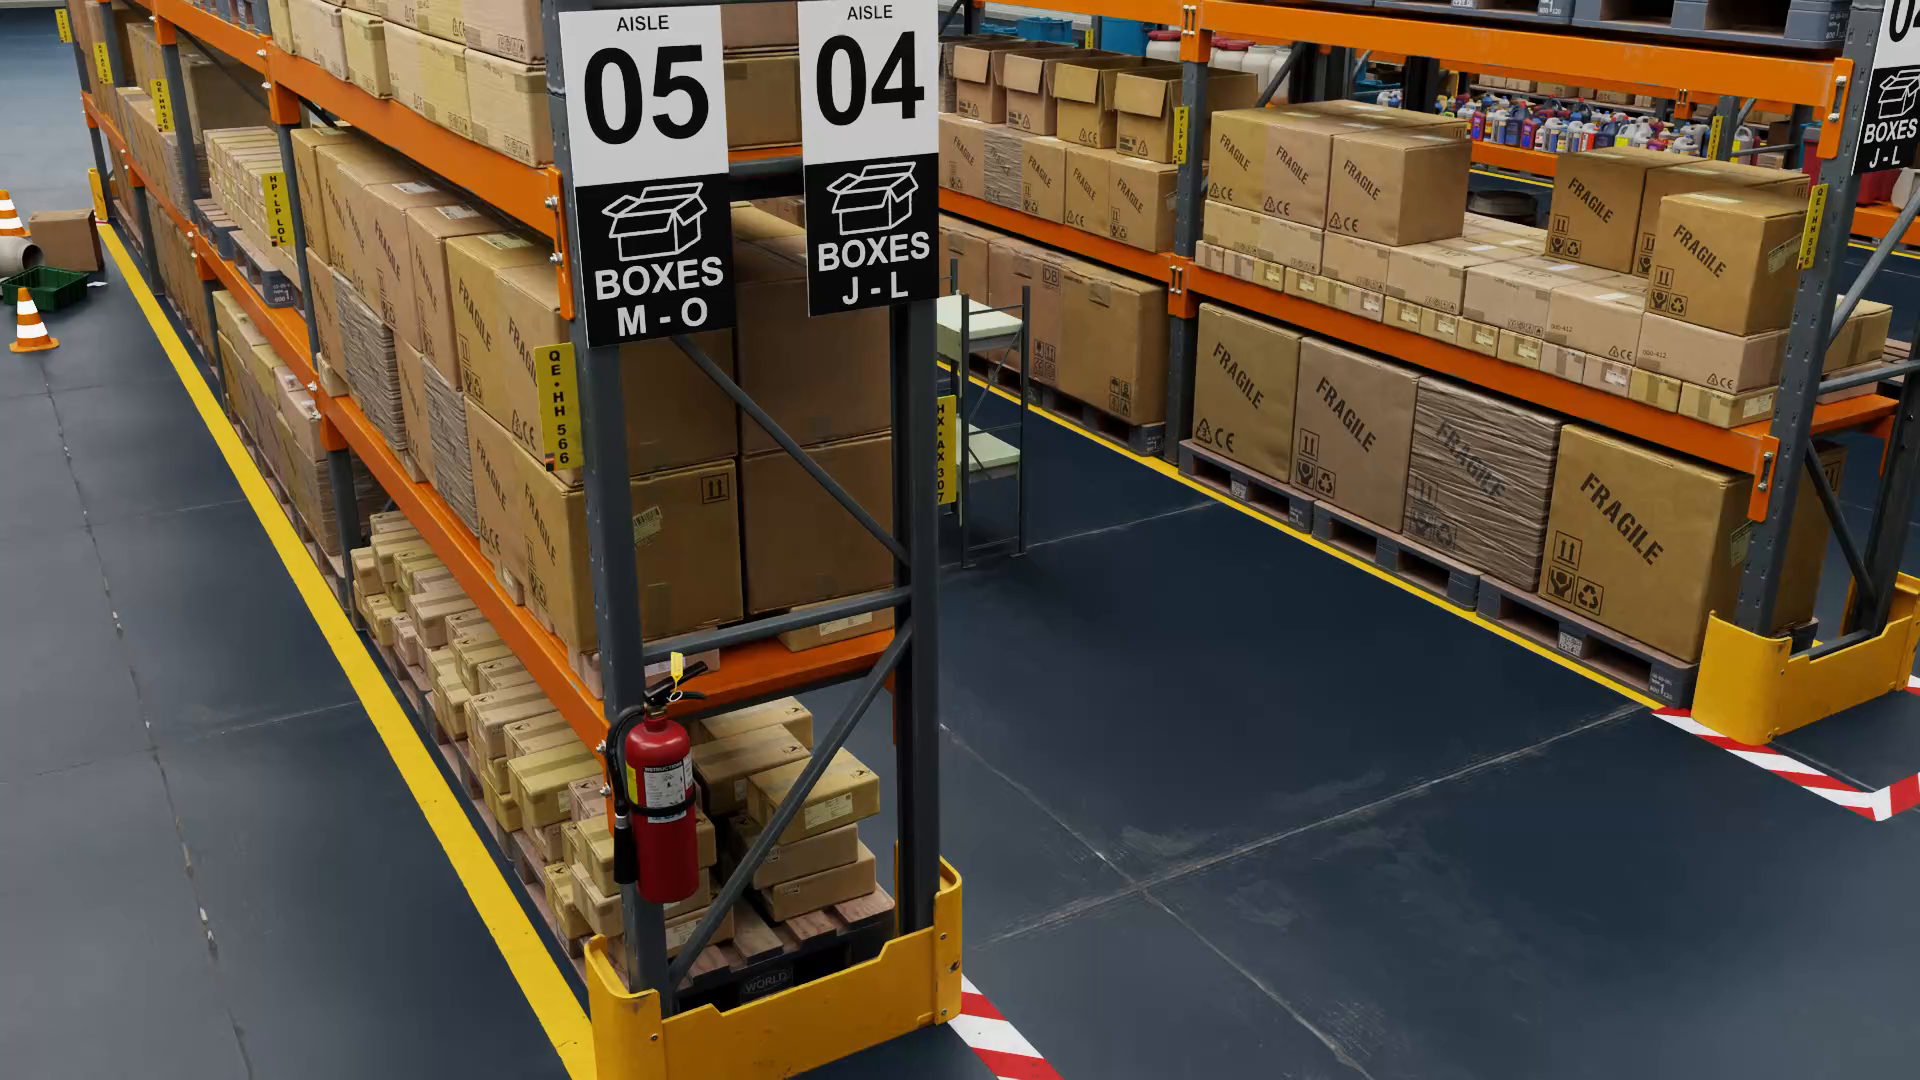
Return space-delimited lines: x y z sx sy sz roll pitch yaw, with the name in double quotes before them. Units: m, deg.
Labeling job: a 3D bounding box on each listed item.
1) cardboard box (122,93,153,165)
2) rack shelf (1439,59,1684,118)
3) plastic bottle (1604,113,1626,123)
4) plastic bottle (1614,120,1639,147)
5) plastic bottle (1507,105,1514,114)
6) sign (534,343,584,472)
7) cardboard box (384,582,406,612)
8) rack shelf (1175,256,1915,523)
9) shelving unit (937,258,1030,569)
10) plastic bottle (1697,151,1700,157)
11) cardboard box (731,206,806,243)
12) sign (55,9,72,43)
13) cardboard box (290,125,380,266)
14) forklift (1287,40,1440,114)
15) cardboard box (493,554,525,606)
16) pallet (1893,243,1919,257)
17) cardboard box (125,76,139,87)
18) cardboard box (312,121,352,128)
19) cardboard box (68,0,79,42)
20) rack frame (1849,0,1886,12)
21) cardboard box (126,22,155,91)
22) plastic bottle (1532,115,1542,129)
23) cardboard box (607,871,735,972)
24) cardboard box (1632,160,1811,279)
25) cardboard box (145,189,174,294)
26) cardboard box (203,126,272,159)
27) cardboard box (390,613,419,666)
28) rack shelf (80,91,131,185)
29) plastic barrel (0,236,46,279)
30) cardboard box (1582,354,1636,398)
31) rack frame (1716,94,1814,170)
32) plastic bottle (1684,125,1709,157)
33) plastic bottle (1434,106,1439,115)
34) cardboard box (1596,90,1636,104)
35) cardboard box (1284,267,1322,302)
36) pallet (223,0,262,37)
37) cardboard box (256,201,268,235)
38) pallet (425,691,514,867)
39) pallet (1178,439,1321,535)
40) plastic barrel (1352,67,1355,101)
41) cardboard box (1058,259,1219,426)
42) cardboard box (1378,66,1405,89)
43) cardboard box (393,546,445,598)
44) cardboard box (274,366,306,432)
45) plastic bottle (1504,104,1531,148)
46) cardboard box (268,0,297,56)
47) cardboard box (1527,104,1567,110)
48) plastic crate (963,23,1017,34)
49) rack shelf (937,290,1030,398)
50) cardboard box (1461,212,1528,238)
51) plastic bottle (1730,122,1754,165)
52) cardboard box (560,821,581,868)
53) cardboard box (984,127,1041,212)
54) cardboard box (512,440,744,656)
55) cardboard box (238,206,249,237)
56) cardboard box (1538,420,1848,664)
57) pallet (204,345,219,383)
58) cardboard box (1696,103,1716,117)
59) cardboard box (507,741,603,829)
"cardboard box" -6.356 -3.296 13.304 0.500 0.500 0.500 -12 25 -28
"rack shelf" 7.204 -5.480 19.765 1.077 0.370 4.000 -13 25 -28
"plastic bottle" 5.508 -3.460 14.004 0.152 0.276 0.135 -13 25 -28
"plastic bottle" 5.258 -3.131 13.096 0.144 0.351 0.185 -13 25 -28
"plastic bottle" 4.948 -3.800 14.941 0.097 0.201 0.097 0 22 0
"sign" -1.009 -0.333 4.189 0.100 0.325 0.005 -13 25 -28
"cardboard box" -2.449 0.187 7.702 0.380 0.149 0.250 -12 25 -28
"rack shelf" 2.772 -0.986 8.709 1.077 0.370 4.000 -13 25 -28
"shelving unit" -0.003 -0.697 9.034 0.431 1.500 0.755 -13 25 -28
"plastic bottle" 5.627 -2.923 12.782 0.097 0.201 0.097 0 22 0
"cardboard box" -0.786 -0.756 5.332 0.500 0.500 0.500 -12 25 -27
"sign" -9.175 -5.263 17.020 0.100 0.325 0.005 -13 25 -28
"cardboard box" -2.544 -1.500 7.161 0.500 0.500 0.500 -12 25 -27
"forklift" 2.976 -3.033 12.881 1.130 2.935 3.031 -2 22 -6
"cardboard box" -1.318 0.071 5.487 0.380 0.149 0.250 -12 25 -27
"pallet" 9.821 -2.835 16.006 1.003 0.211 1.213 -13 25 -28
"cardboard box" -6.851 -3.821 14.530 0.875 0.550 0.550 -13 25 -28
"cardboard box" -3.964 -2.623 10.768 0.380 0.149 0.250 -14 26 -30
"cardboard box" -8.539 -5.372 16.911 0.875 0.550 0.550 -13 25 -28
"rack frame" 3.794 -3.451 5.851 1.000 3.000 0.127 -13 25 -28
"cardboard box" -6.393 -3.985 13.671 0.700 0.500 0.500 -13 26 -29
"plastic bottle" 4.799 -3.412 13.894 0.097 0.271 0.097 0 22 0
"cardboard box" -0.970 1.246 5.492 0.380 0.149 0.250 -12 25 -27
"cardboard box" 3.525 -1.457 7.719 0.500 0.500 0.500 -13 26 -30
"cardboard box" -6.257 -2.604 14.163 1.050 0.750 0.750 -13 25 -29
"cardboard box" -4.537 -2.505 10.478 0.380 0.149 0.250 -13 25 -28
"cardboard box" -2.348 0.417 7.530 0.380 0.149 0.250 -13 25 -28
"rack shelf" -7.673 -3.949 15.999 1.077 0.370 4.000 -13 25 -28
"plastic barrel" -8.550 -2.514 14.933 0.512 0.421 0.421 4 22 9
"cardboard box" 3.067 -0.773 7.563 0.380 0.149 0.250 -13 25 -28
"rack frame" 6.008 -2.919 12.510 1.000 3.000 0.127 -13 25 -28
"plastic bottle" 5.913 -3.203 13.373 0.152 0.276 0.135 -13 25 -28
"plastic bottle" 4.174 -3.756 14.723 0.061 0.283 0.133 -13 25 -28
"cardboard box" 9.874 -6.788 24.765 0.500 0.500 0.500 -15 26 -32
"cardboard box" 2.021 -1.435 9.193 0.380 0.149 0.250 -13 26 -30
"pallet" -2.789 -2.568 7.912 1.213 0.211 1.003 -13 25 -28
"cardboard box" -3.615 -1.778 9.083 0.380 0.149 0.250 -12 25 -28
"pallet" -1.565 0.853 6.933 1.003 0.211 1.213 -13 25 -28
"pallet" 2.072 -0.413 10.048 1.003 0.211 1.213 -13 25 -28
"plastic barrel" 3.468 -4.369 15.896 0.600 0.536 0.708 -13 25 -28
"cardboard box" 1.406 -1.380 10.987 1.225 0.875 0.875 -13 25 -28
"cardboard box" 5.952 -6.099 22.432 0.500 0.500 0.500 -13 25 -28
"cardboard box" -2.306 0.130 7.447 0.380 0.149 0.250 -13 25 -29
"cardboard box" -3.414 -0.791 9.039 0.500 0.250 0.500 -11 25 -26
"plastic bottle" 4.695 -3.487 13.973 0.144 0.351 0.185 -13 25 -28
"cardboard box" -2.556 -2.165 6.869 0.500 0.250 0.500 -11 25 -26
"cardboard box" 7.160 -5.236 20.558 0.500 0.311 0.500 -13 25 -28
"plastic crate" 0.392 -6.630 21.838 0.499 0.251 0.616 -13 25 -28
"rack shelf" -0.003 -1.058 8.887 0.431 0.370 0.720 -13 25 -28
"cardboard box" 2.729 -1.610 9.093 0.500 0.250 0.500 -12 25 -27
"plastic bottle" 6.087 -3.086 12.985 0.144 0.351 0.185 -13 25 -28
"cardboard box" -1.124 1.027 5.634 0.380 0.149 0.250 -13 26 -29
"cardboard box" 0.505 -2.604 11.602 0.500 0.500 0.500 -13 25 -28
"cardboard box" -0.973 -0.030 4.875 0.500 0.500 0.500 -12 25 -27
"cardboard box" -4.001 -1.888 9.748 0.380 0.149 0.250 -12 25 -27
"cardboard box" 3.398 -0.074 7.773 0.875 0.875 0.875 -13 25 -28
"pallet" -4.946 -1.318 12.273 1.003 0.211 1.213 -13 25 -28
"cardboard box" 10.829 -6.225 23.379 0.700 0.500 0.500 -12 25 -26
"cardboard box" -1.331 0.826 5.734 0.380 0.149 0.250 -13 26 -29
